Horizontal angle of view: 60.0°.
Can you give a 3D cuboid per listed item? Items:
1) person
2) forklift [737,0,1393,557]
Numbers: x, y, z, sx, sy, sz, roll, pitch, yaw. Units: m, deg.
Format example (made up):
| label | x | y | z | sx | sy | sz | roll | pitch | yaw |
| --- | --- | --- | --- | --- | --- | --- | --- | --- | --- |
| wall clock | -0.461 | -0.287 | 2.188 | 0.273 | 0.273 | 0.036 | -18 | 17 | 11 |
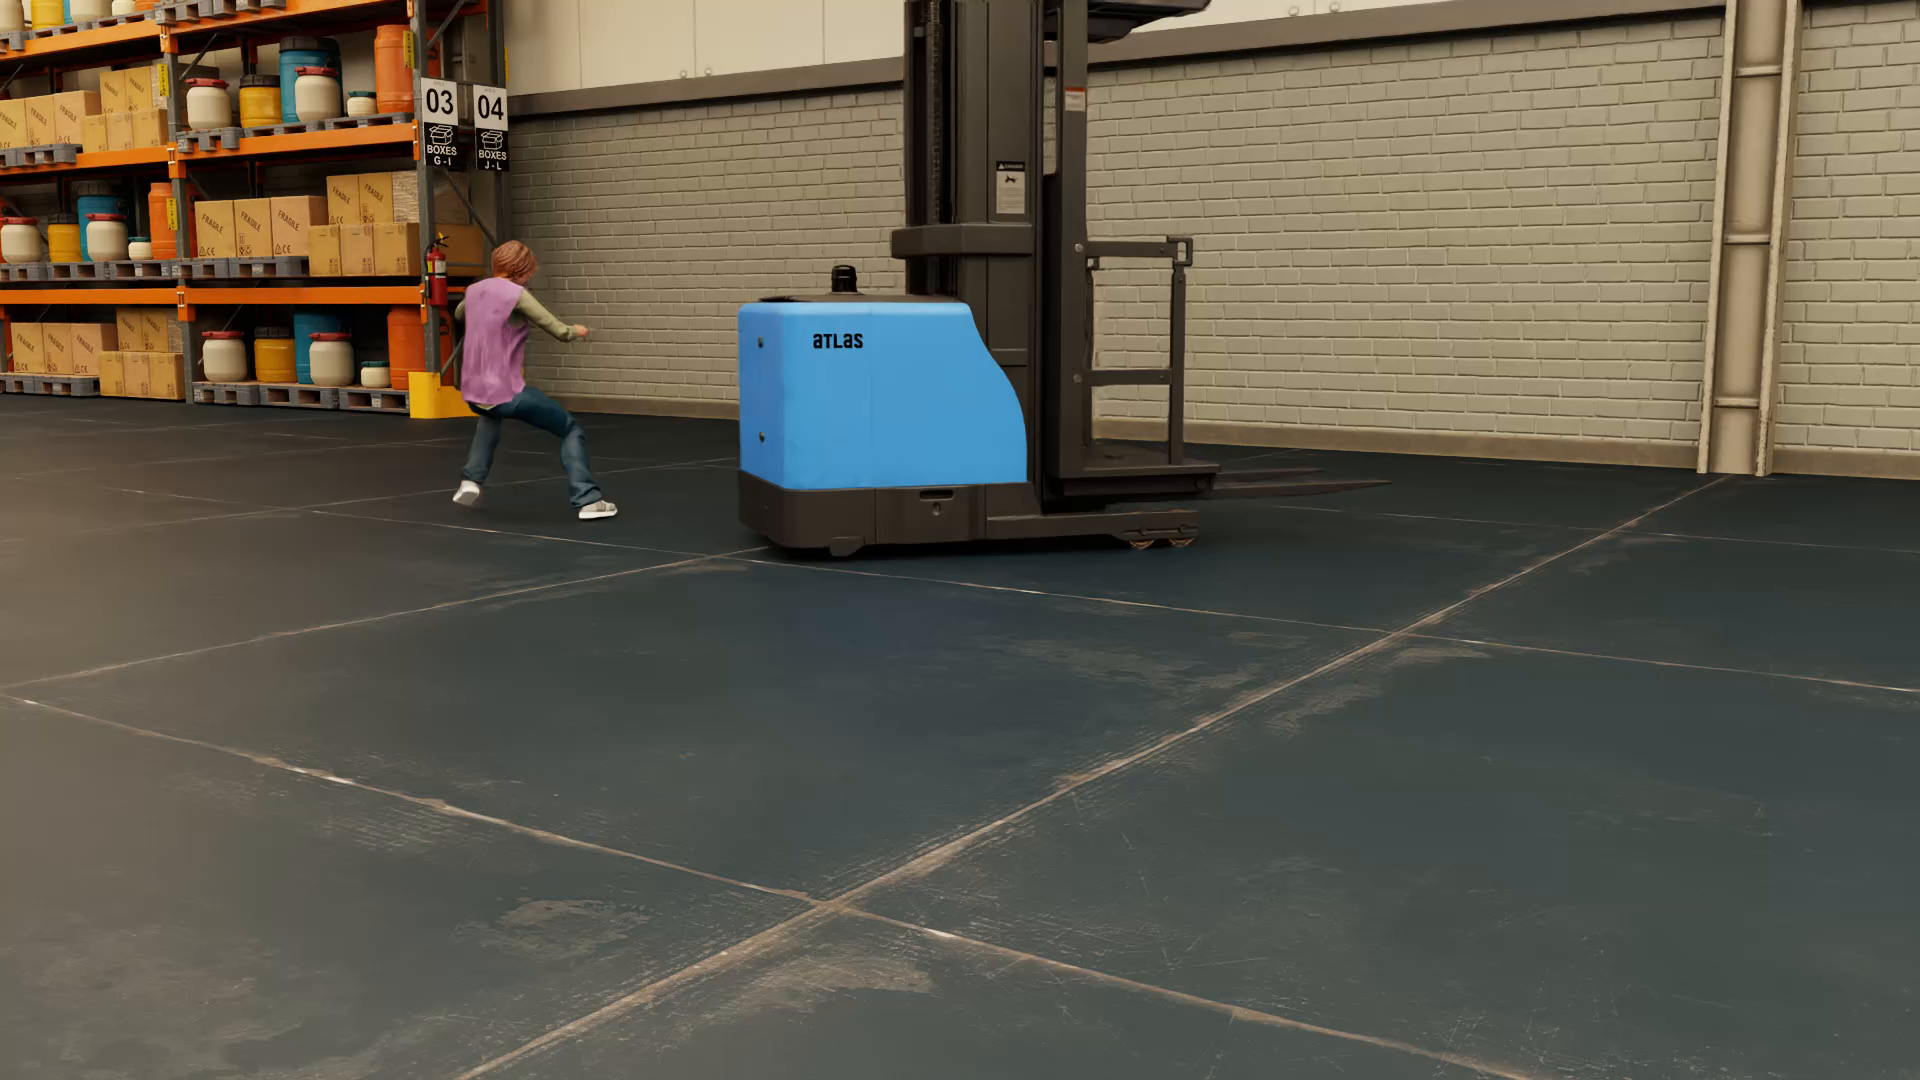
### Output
| label | x | y | z | sx | sy | sz | roll | pitch | yaw |
| --- | --- | --- | --- | --- | --- | --- | --- | --- | --- |
| person | -2.212 | -0.807 | 8.443 | 0.955 | 1.359 | 0.658 | 6 | 10 | 35 |
| forklift | 0.542 | -1.482 | 7.617 | 3.031 | 2.935 | 1.130 | -3 | 9 | -19 |
